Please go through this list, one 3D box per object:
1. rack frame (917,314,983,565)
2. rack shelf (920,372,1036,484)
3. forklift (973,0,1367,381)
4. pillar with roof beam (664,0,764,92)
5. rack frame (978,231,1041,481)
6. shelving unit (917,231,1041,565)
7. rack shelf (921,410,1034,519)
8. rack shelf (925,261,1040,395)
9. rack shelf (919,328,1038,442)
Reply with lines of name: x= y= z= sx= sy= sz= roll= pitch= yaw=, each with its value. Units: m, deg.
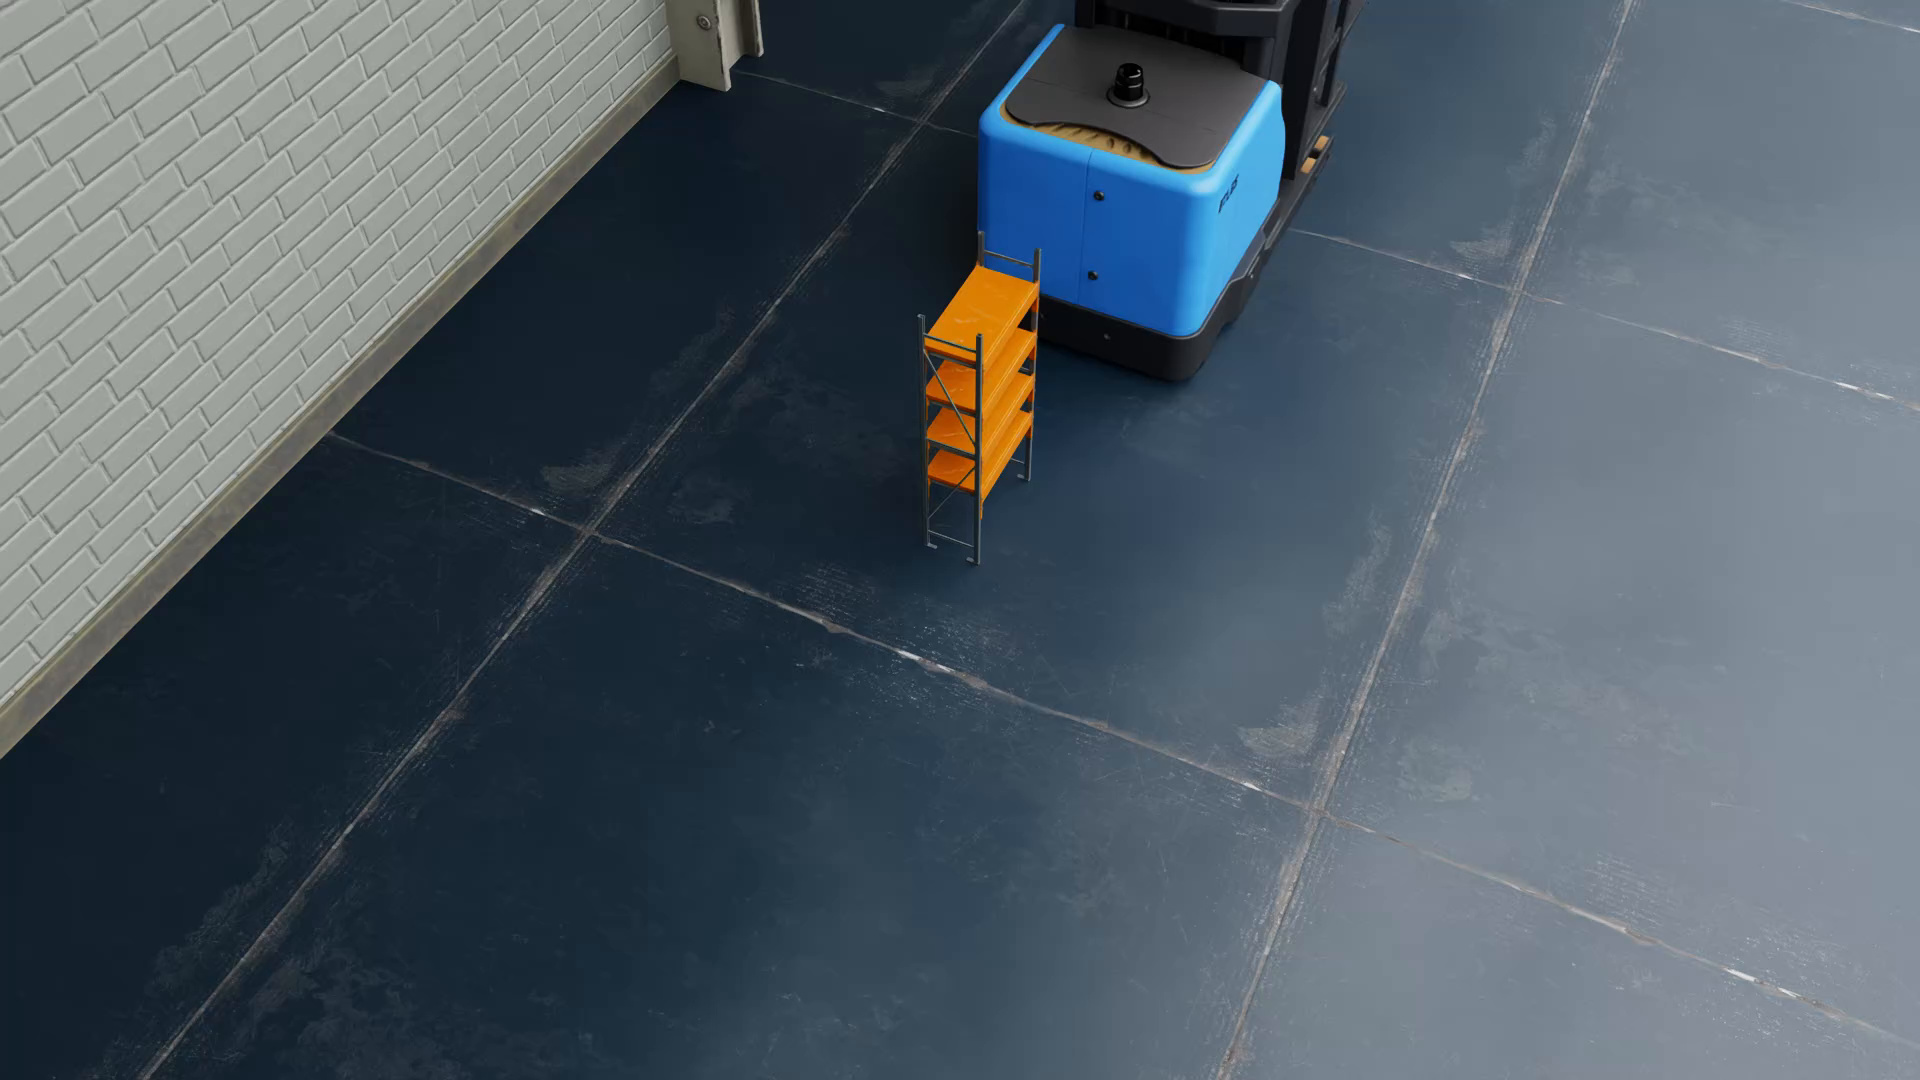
rack frame: x=-0.034 y=-0.335 z=6.062 sx=0.240 sy=1.200 sz=0.015 roll=20 pitch=52 yaw=16
rack shelf: x=0.071 y=-0.459 z=6.256 sx=0.258 sy=0.148 sz=0.480 roll=20 pitch=52 yaw=16
forklift: x=1.164 y=-2.760 z=6.989 sx=1.130 sy=2.935 sz=3.031 roll=21 pitch=53 yaw=17
pillar with roof beam: x=2.639 y=-3.998 z=4.059 sx=9.100 sy=9.000 sz=0.400 roll=20 pitch=52 yaw=16
rack frame: x=0.175 y=-0.671 z=6.348 sx=0.240 sy=1.200 sz=0.015 roll=20 pitch=52 yaw=16
shelving unit: x=0.071 y=-0.503 z=6.205 sx=0.258 sy=1.200 sz=0.503 roll=20 pitch=52 yaw=16
rack shelf: x=0.071 y=-0.331 z=6.408 sx=0.258 sy=0.148 sz=0.480 roll=20 pitch=52 yaw=16
rack shelf: x=0.071 y=-0.757 z=5.906 sx=0.258 sy=0.148 sz=0.480 roll=20 pitch=52 yaw=16
rack shelf: x=0.071 y=-0.604 z=6.086 sx=0.258 sy=0.148 sz=0.480 roll=20 pitch=52 yaw=16
